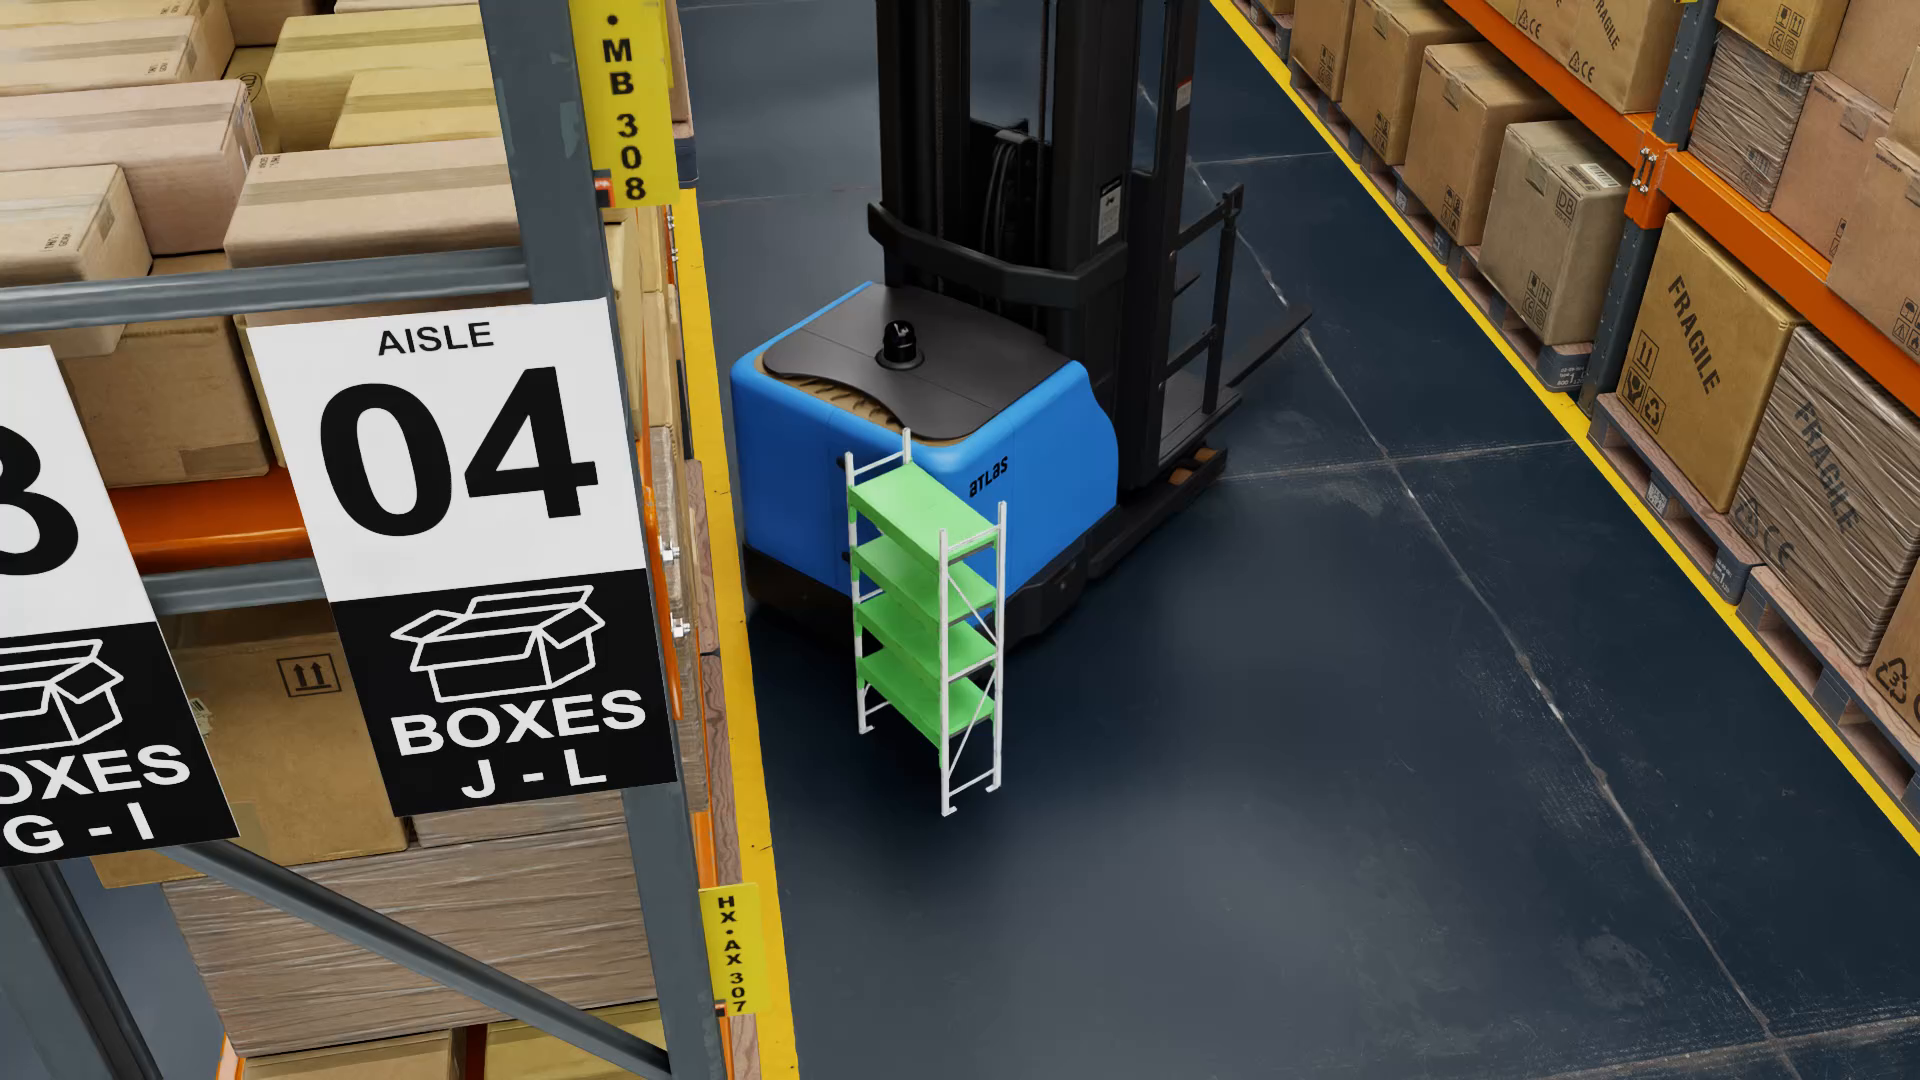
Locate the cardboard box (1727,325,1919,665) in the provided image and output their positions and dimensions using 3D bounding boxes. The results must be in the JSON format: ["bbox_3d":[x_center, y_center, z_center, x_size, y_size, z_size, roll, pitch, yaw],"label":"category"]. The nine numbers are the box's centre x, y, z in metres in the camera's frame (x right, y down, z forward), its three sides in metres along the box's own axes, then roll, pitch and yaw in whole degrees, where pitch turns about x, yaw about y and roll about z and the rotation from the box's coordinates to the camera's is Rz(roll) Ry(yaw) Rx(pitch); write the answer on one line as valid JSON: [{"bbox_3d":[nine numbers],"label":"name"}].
[{"bbox_3d":[3.498,-0.207,5.961,0.875,0.875,0.875,-6,38,-8],"label":"cardboard box"}]

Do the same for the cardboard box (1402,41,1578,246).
[{"bbox_3d":[2.932,-2.037,8.419,1.050,0.750,0.750,-6,38,-8],"label":"cardboard box"}]

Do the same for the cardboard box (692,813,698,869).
[{"bbox_3d":[-0.774,0.673,3.644,0.380,0.149,0.250,-6,38,-8],"label":"cardboard box"}]

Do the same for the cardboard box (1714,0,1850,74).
[{"bbox_3d":[3.326,-2.071,5.968,0.875,0.550,0.550,-6,38,-8],"label":"cardboard box"}]

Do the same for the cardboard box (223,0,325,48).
[{"bbox_3d":[-1.335,-0.975,2.913,0.380,0.149,0.250,-6,38,-7],"label":"cardboard box"}]

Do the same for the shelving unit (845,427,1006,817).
[{"bbox_3d":[-0.109,0.285,5.405,0.258,1.200,0.503,-25,44,-28],"label":"shelving unit"}]

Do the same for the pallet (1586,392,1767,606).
[{"bbox_3d":[3.351,-0.243,6.890,1.003,0.211,1.213,-6,38,-8],"label":"pallet"}]

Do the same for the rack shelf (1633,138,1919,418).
[{"bbox_3d":[3.646,-0.319,5.303,1.077,0.370,4.000,-6,38,-8],"label":"rack shelf"}]

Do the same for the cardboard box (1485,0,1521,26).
[{"bbox_3d":[2.763,-2.748,7.761,0.500,0.500,0.500,-6,38,-7],"label":"cardboard box"}]

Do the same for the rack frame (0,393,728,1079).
[{"bbox_3d":[-0.905,1.077,2.919,1.000,3.000,0.127,-6,38,-8],"label":"rack frame"}]

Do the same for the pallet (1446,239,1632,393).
[{"bbox_3d":[3.086,-1.168,8.082,1.003,0.211,1.213,-6,38,-8],"label":"pallet"}]

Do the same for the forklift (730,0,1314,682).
[{"bbox_3d":[0.473,-1.458,6.238,1.130,2.935,3.031,25,44,29],"label":"forklift"}]

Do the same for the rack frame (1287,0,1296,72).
[{"bbox_3d":[2.594,-4.227,9.747,1.000,3.000,0.127,-6,38,-8],"label":"rack frame"}]

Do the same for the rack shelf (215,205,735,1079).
[{"bbox_3d":[-1.255,0.153,4.694,1.077,0.370,4.000,-6,38,-8],"label":"rack shelf"}]

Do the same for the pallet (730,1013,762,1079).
[{"bbox_3d":[-1.025,1.638,4.470,1.003,0.211,1.213,-6,38,-8],"label":"pallet"}]

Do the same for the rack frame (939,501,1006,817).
[{"bbox_3d":[0.038,0.404,5.252,0.240,1.200,0.015,-25,44,-28],"label":"rack frame"}]

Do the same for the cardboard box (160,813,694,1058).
[{"bbox_3d":[-0.974,0.585,3.228,0.875,0.500,0.500,-6,38,-8],"label":"cardboard box"}]

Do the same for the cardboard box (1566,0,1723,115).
[{"bbox_3d":[2.940,-2.137,6.975,0.500,0.500,0.500,-6,38,-8],"label":"cardboard box"}]

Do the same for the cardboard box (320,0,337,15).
[{"bbox_3d":[-1.411,-0.924,3.172,0.500,0.250,0.500,-5,38,-7],"label":"cardboard box"}]

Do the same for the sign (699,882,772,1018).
[{"bbox_3d":[-0.370,0.677,2.728,0.100,0.325,0.005,-6,38,-8],"label":"sign"}]

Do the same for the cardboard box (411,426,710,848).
[{"bbox_3d":[-0.733,0.164,2.955,0.500,0.500,0.500,-6,38,-8],"label":"cardboard box"}]

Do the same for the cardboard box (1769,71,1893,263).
[{"bbox_3d":[3.490,-1.319,5.881,0.875,0.550,0.550,-6,38,-8],"label":"cardboard box"}]

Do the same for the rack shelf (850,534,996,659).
[{"bbox_3d":[-0.109,0.146,5.297,0.258,0.148,0.480,-25,44,-28],"label":"rack shelf"}]

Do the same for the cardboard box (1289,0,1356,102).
[{"bbox_3d":[2.612,-3.127,9.822,1.050,0.750,0.750,-7,38,-9],"label":"cardboard box"}]

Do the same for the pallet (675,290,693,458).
[{"bbox_3d":[-1.744,-0.708,7.489,1.003,0.211,1.213,-6,38,-8],"label":"pallet"}]

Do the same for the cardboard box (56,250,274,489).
[{"bbox_3d":[-1.239,-0.312,2.384,0.500,0.250,0.500,-5,38,-7],"label":"cardboard box"}]

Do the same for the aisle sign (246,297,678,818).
[{"bbox_3d":[-0.598,0.056,2.115,0.394,0.787,0.004,-6,38,-8],"label":"aisle sign"}]

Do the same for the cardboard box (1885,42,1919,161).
[{"bbox_3d":[3.496,-1.410,5.117,0.875,0.550,0.550,-6,38,-8],"label":"cardboard box"}]

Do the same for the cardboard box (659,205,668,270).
[{"bbox_3d":[-1.080,-1.045,4.511,0.500,0.500,0.500,-6,38,-8],"label":"cardboard box"}]

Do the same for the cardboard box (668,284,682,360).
[{"bbox_3d":[-1.106,-0.693,5.402,0.380,0.149,0.250,-6,38,-8],"label":"cardboard box"}]

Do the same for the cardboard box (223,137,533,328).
[{"bbox_3d":[-0.725,-0.397,2.168,0.380,0.149,0.250,-6,38,-8],"label":"cardboard box"}]

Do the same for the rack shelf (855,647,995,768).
[{"bbox_3d":[-0.109,0.525,5.592,0.258,0.148,0.480,-25,44,-28],"label":"rack shelf"}]

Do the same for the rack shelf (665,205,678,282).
[{"bbox_3d":[-1.956,-2.263,7.804,1.077,0.370,4.000,-6,38,-8],"label":"rack shelf"}]

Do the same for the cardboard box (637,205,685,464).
[{"bbox_3d":[-0.902,-0.441,3.734,0.500,0.500,0.500,-6,38,-8],"label":"cardboard box"}]

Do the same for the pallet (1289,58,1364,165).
[{"bbox_3d":[2.658,-2.642,9.979,1.003,0.211,1.213,-6,38,-8],"label":"pallet"}]

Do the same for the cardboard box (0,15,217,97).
[{"bbox_3d":[-1.347,-0.663,2.511,0.380,0.149,0.250,-8,39,-10],"label":"cardboard box"}]

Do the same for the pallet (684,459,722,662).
[{"bbox_3d":[-1.453,0.164,6.367,1.003,0.211,1.213,-6,38,-8],"label":"pallet"}]

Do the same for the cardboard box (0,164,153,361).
[{"bbox_3d":[-1.260,-0.340,2.095,0.380,0.149,0.250,-6,38,-8],"label":"cardboard box"}]

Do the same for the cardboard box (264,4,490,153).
[{"bbox_3d":[-0.841,-0.703,2.563,0.380,0.149,0.250,-7,38,-9],"label":"cardboard box"}]

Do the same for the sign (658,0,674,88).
[{"bbox_3d":[-1.073,-1.744,5.844,0.100,0.325,0.005,-6,38,-8],"label":"sign"}]
